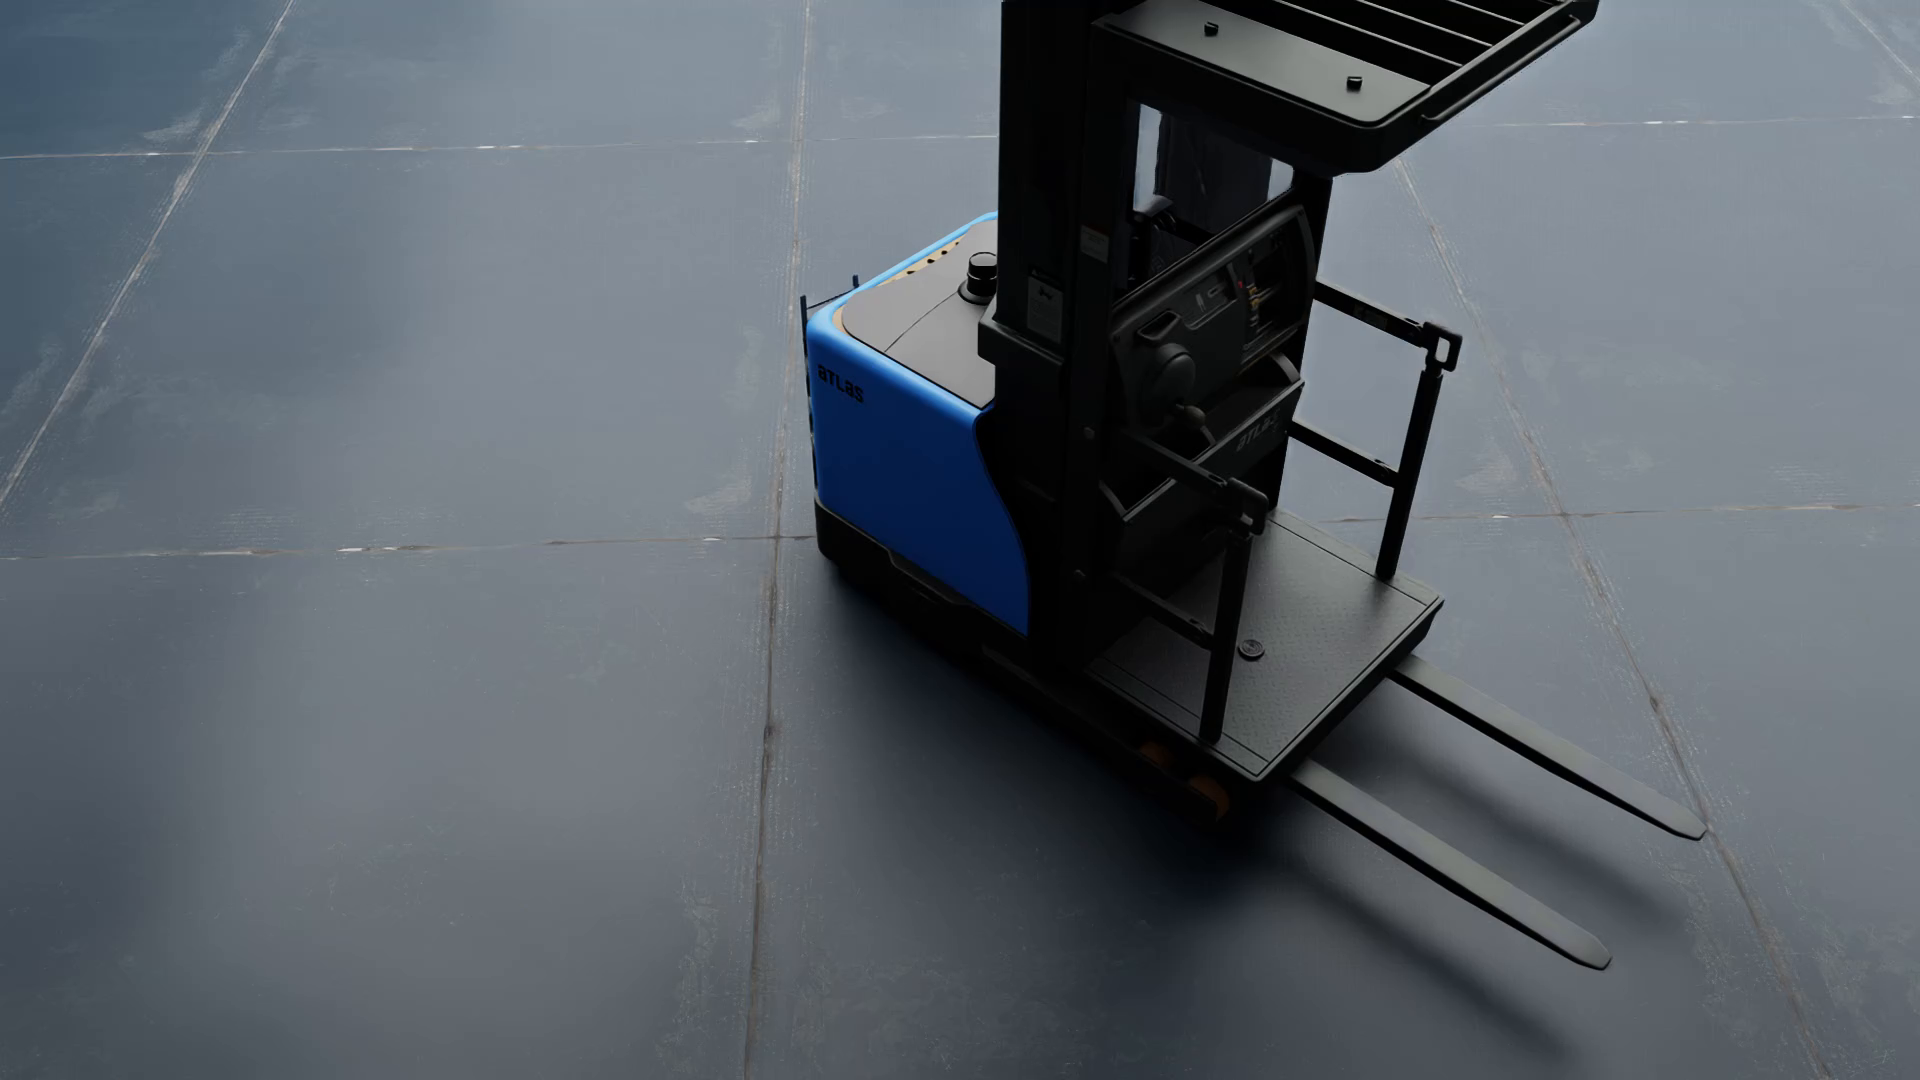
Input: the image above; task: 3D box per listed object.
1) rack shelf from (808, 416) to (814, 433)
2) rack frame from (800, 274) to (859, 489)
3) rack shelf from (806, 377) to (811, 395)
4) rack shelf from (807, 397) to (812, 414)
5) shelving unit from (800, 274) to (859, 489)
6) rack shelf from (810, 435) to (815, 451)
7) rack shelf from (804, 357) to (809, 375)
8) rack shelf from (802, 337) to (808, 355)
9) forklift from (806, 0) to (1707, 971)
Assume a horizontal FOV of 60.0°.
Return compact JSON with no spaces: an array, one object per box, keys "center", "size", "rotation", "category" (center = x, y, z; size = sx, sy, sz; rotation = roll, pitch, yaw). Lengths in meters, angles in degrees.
[{"center":[-0.406,-0.427,6.232],"size":[0.258,0.077,0.200],"rotation":[-26,48,-25],"category":"rack shelf"},{"center":[-0.465,-0.574,6.210],"size":[0.240,0.900,0.006],"rotation":[-26,48,-25],"category":"rack frame"},{"center":[-0.406,-0.559,6.111],"size":[0.258,0.077,0.200],"rotation":[-26,48,-25],"category":"rack shelf"},{"center":[-0.406,-0.493,6.171],"size":[0.258,0.077,0.200],"rotation":[-26,48,-25],"category":"rack shelf"},{"center":[-0.406,-0.518,6.149],"size":[0.258,0.900,0.210],"rotation":[-26,48,-25],"category":"shelving unit"},{"center":[-0.406,-0.360,6.293],"size":[0.258,0.077,0.200],"rotation":[-26,48,-25],"category":"rack shelf"},{"center":[-0.406,-0.626,6.050],"size":[0.258,0.077,0.200],"rotation":[-26,48,-25],"category":"rack shelf"},{"center":[-0.406,-0.692,5.989],"size":[0.258,0.077,0.200],"rotation":[-26,48,-25],"category":"rack shelf"},{"center":[0.899,-0.580,4.714],"size":[3.031,2.935,1.130],"rotation":[32,51,30],"category":"forklift"}]
